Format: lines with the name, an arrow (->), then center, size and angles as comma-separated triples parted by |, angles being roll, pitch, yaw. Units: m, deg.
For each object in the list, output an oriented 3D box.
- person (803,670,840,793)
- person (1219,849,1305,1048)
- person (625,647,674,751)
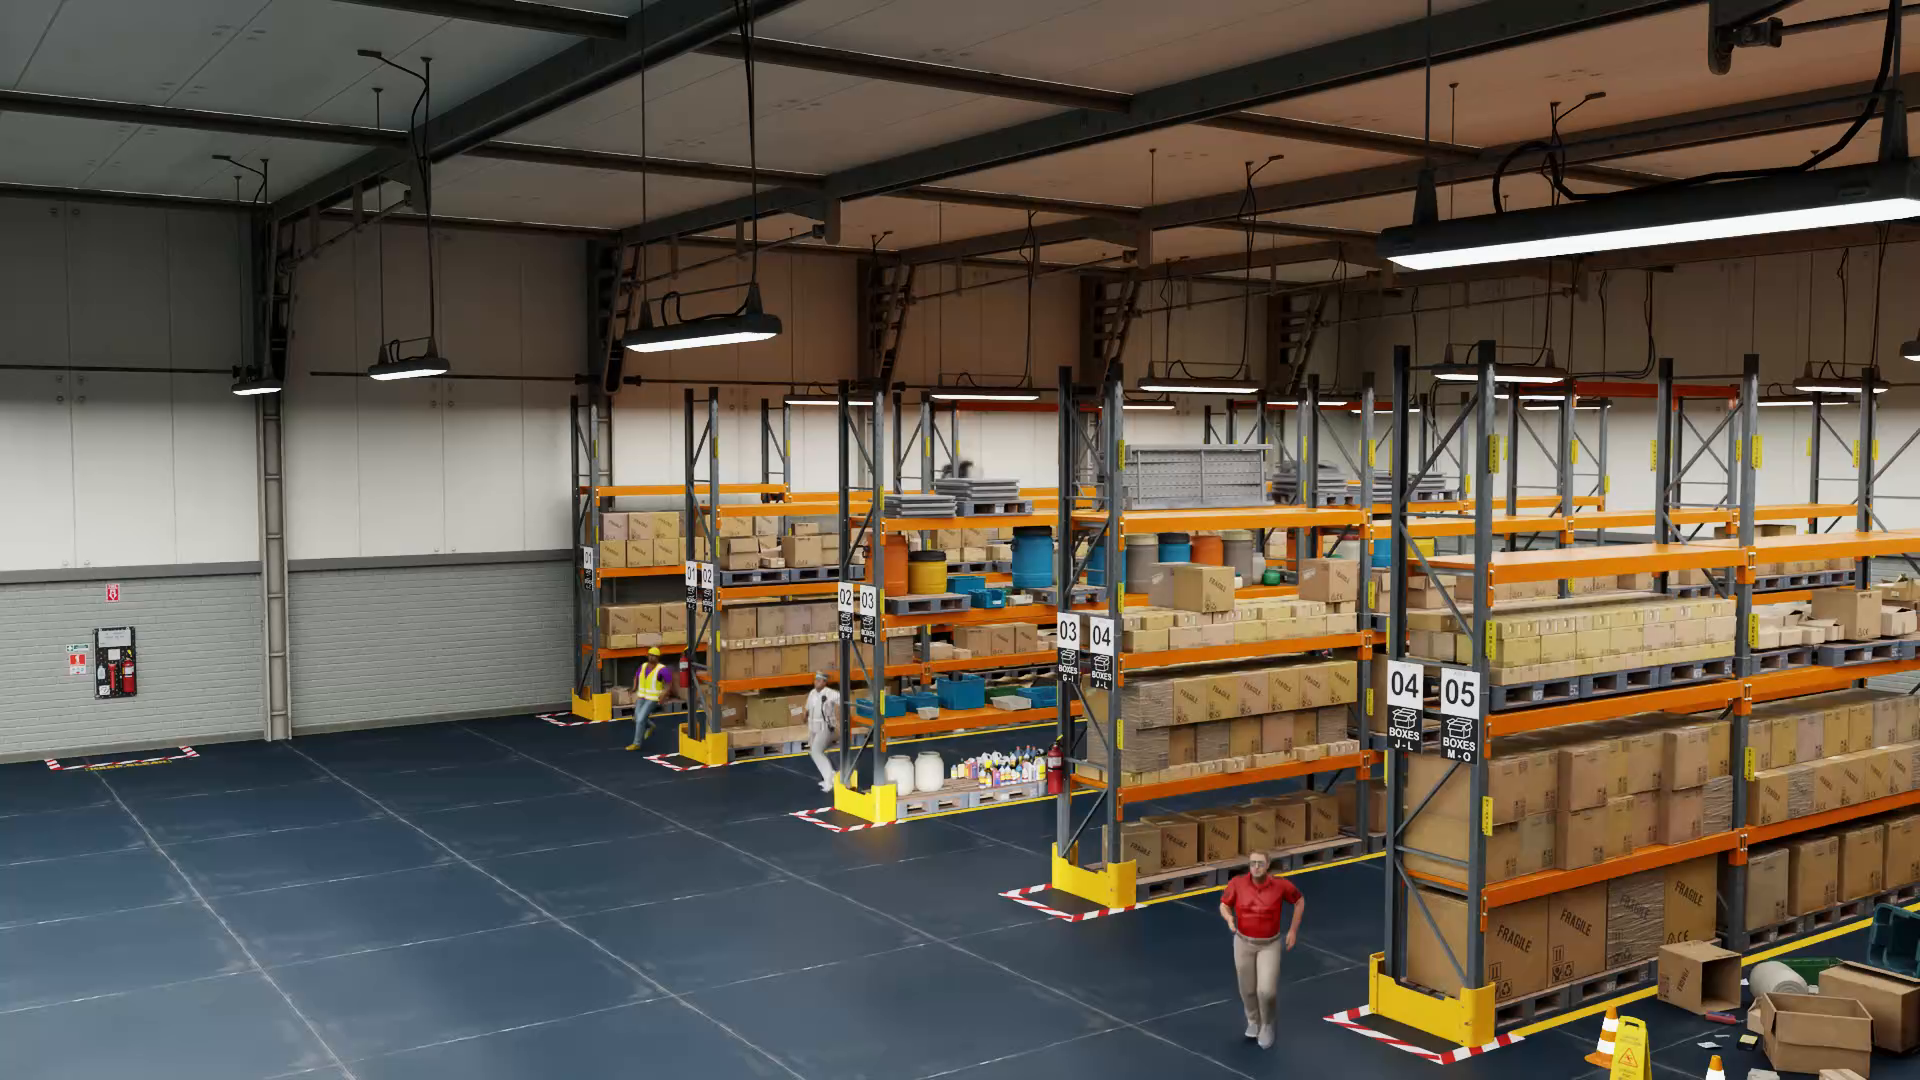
person -> -2.037, 2.809, 24.492 | 0.661, 1.801, 0.701 | 3, 5, 41
person -> 2.542, 3.475, 14.131 | 0.697, 1.712, 0.749 | 1, 4, 21
person -> -5.170, 2.641, 27.775 | 0.757, 1.710, 0.782 | 2, 4, 25
